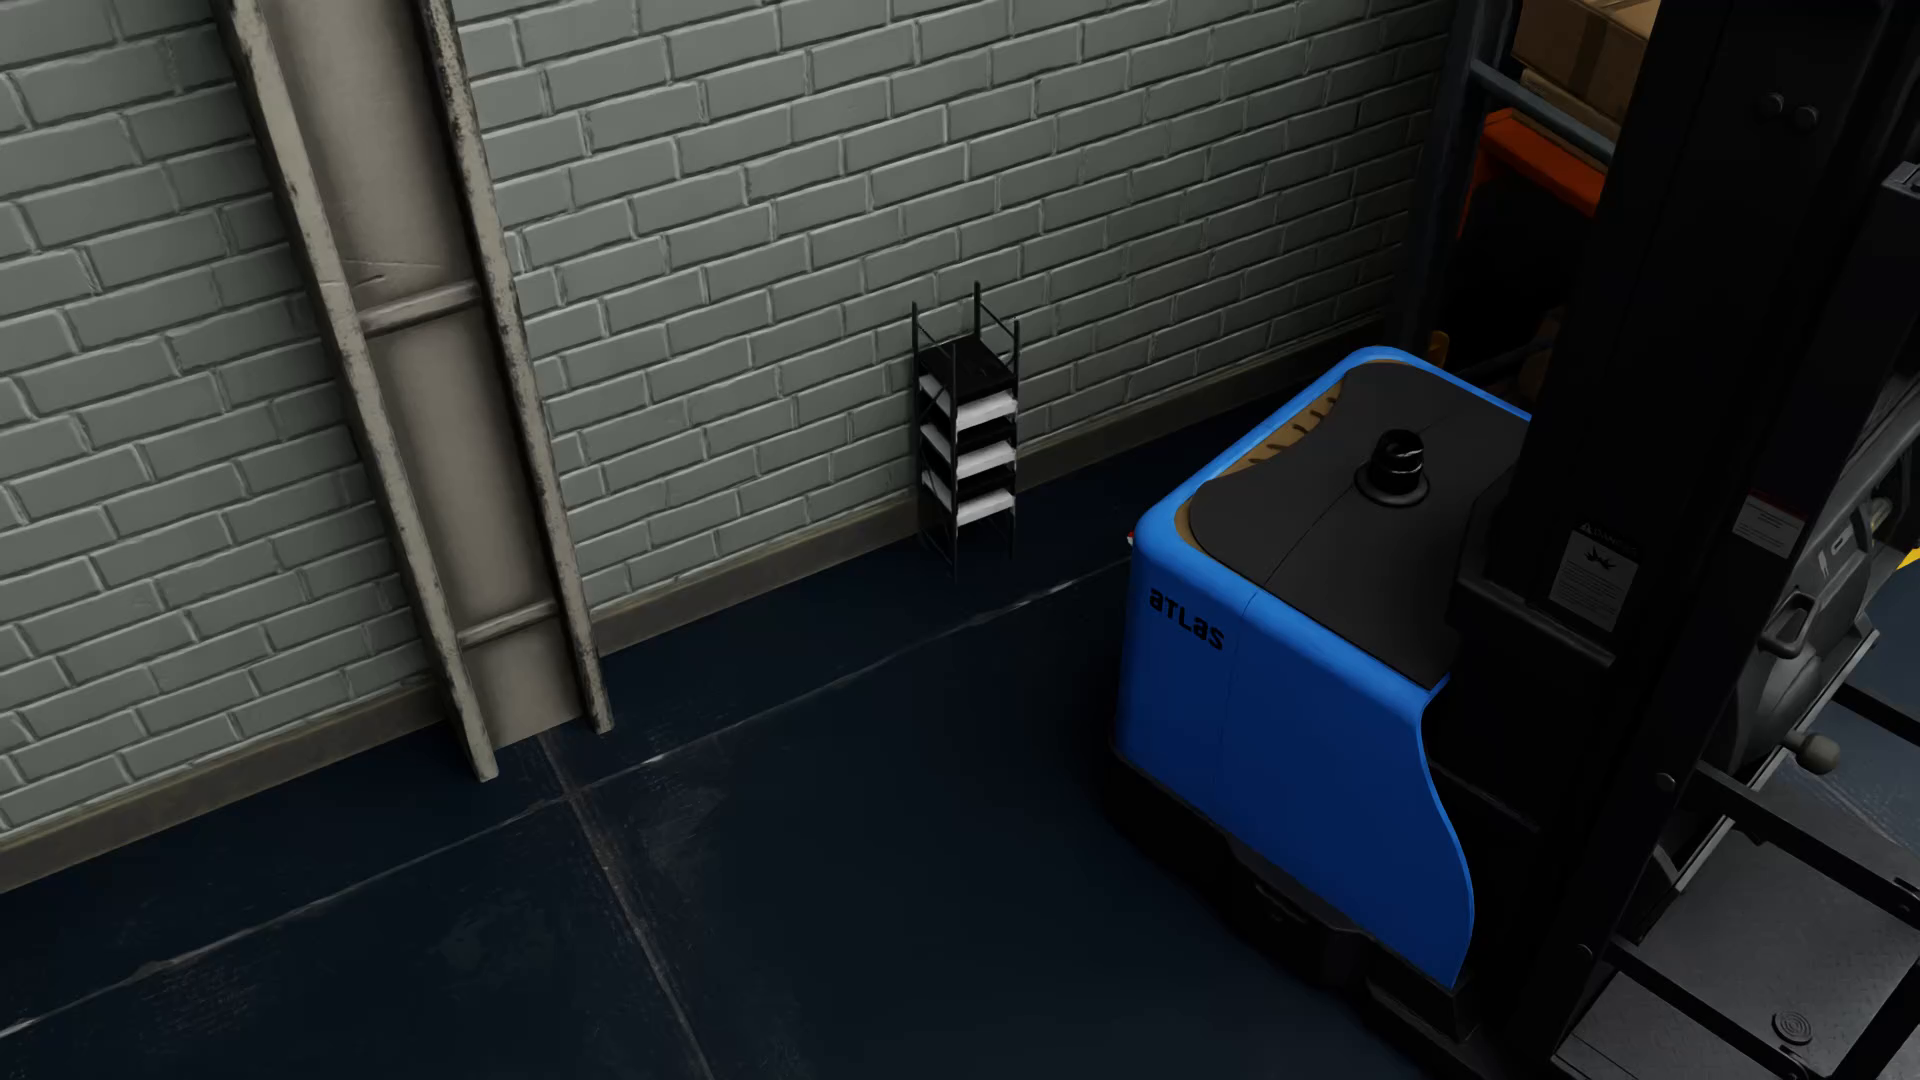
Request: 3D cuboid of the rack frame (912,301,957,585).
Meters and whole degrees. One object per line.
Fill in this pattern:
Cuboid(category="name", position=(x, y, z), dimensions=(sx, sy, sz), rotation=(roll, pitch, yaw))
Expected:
Cuboid(category="rack frame", position=(-0.072, -0.265, 4.868), dimensions=(0.006, 0.900, 0.240), rotation=(-21, 46, -21))

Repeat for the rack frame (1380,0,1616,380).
Cuboid(category="rack frame", position=(1.564, -0.961, 4.087), dimensions=(0.127, 3.000, 1.000), rotation=(-22, 48, -21))

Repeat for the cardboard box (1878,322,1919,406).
Cuboid(category="cardboard box", position=(2.902, -0.643, 5.252), dimensions=(0.500, 0.500, 0.700), rotation=(-20, 48, -19))

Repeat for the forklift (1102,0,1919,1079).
Cuboid(category="forklift", position=(1.789, 0.151, 2.989), dimensions=(3.031, 2.935, 1.130), rotation=(34, 53, 30))

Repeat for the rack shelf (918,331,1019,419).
Cuboid(category="rack shelf", position=(0.016, -0.473, 4.744), dimensions=(0.200, 0.077, 0.258), rotation=(-21, 46, -21))

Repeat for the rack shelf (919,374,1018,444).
Cuboid(category="rack shelf", position=(0.016, -0.407, 4.805), dimensions=(0.200, 0.077, 0.258), rotation=(-21, 46, -21))

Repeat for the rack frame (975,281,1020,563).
Cuboid(category="rack frame", position=(0.106, -0.332, 4.940), dimensions=(0.006, 0.900, 0.240), rotation=(-21, 46, -21))

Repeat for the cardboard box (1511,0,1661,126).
Cuboid(category="cardboard box", position=(1.831, -1.334, 4.365), dimensions=(0.500, 0.250, 0.500), rotation=(-20, 48, -20))

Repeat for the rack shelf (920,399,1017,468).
Cuboid(category="rack shelf", position=(0.017, -0.340, 4.866), dimensions=(0.200, 0.077, 0.258), rotation=(-21, 46, -21))

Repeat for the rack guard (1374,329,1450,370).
Cuboid(category="rack guard", position=(1.630, -0.091, 4.985), dimensions=(0.348, 0.500, 1.175), rotation=(-22, 48, -21))

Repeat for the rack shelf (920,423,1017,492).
Cuboid(category="rack shelf", position=(0.017, -0.274, 4.926), dimensions=(0.200, 0.077, 0.258), rotation=(-21, 46, -21))

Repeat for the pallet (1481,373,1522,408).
Cuboid(category="pallet", position=(2.321, -0.264, 5.371), dimensions=(1.213, 0.211, 1.003), rotation=(-22, 48, -21))

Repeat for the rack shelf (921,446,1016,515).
Cuboid(category="rack shelf", position=(0.018, -0.207, 4.987), dimensions=(0.200, 0.077, 0.258), rotation=(-21, 46, -21))

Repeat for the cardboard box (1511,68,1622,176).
Cuboid(category="cardboard box", position=(1.718, -1.148, 4.460), dimensions=(0.250, 0.149, 0.380), rotation=(-22, 48, -21))

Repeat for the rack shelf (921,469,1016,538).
Cuboid(category="rack shelf", position=(0.018, -0.141, 5.048), dimensions=(0.200, 0.077, 0.258), rotation=(-21, 46, -21))

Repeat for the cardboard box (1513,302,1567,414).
Cuboid(category="cardboard box", position=(2.142, -0.371, 4.970), dimensions=(0.637, 0.503, 0.797), rotation=(-24, 49, -22))

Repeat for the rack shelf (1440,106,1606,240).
Cuboid(category="rack shelf", position=(3.298, -1.397, 5.052), dimensions=(4.000, 0.370, 1.077), rotation=(-22, 48, -21))

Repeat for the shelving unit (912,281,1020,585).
Cuboid(category="shelving unit", position=(0.017, -0.298, 4.904), dimensions=(0.210, 0.900, 0.258), rotation=(-21, 46, -21))
